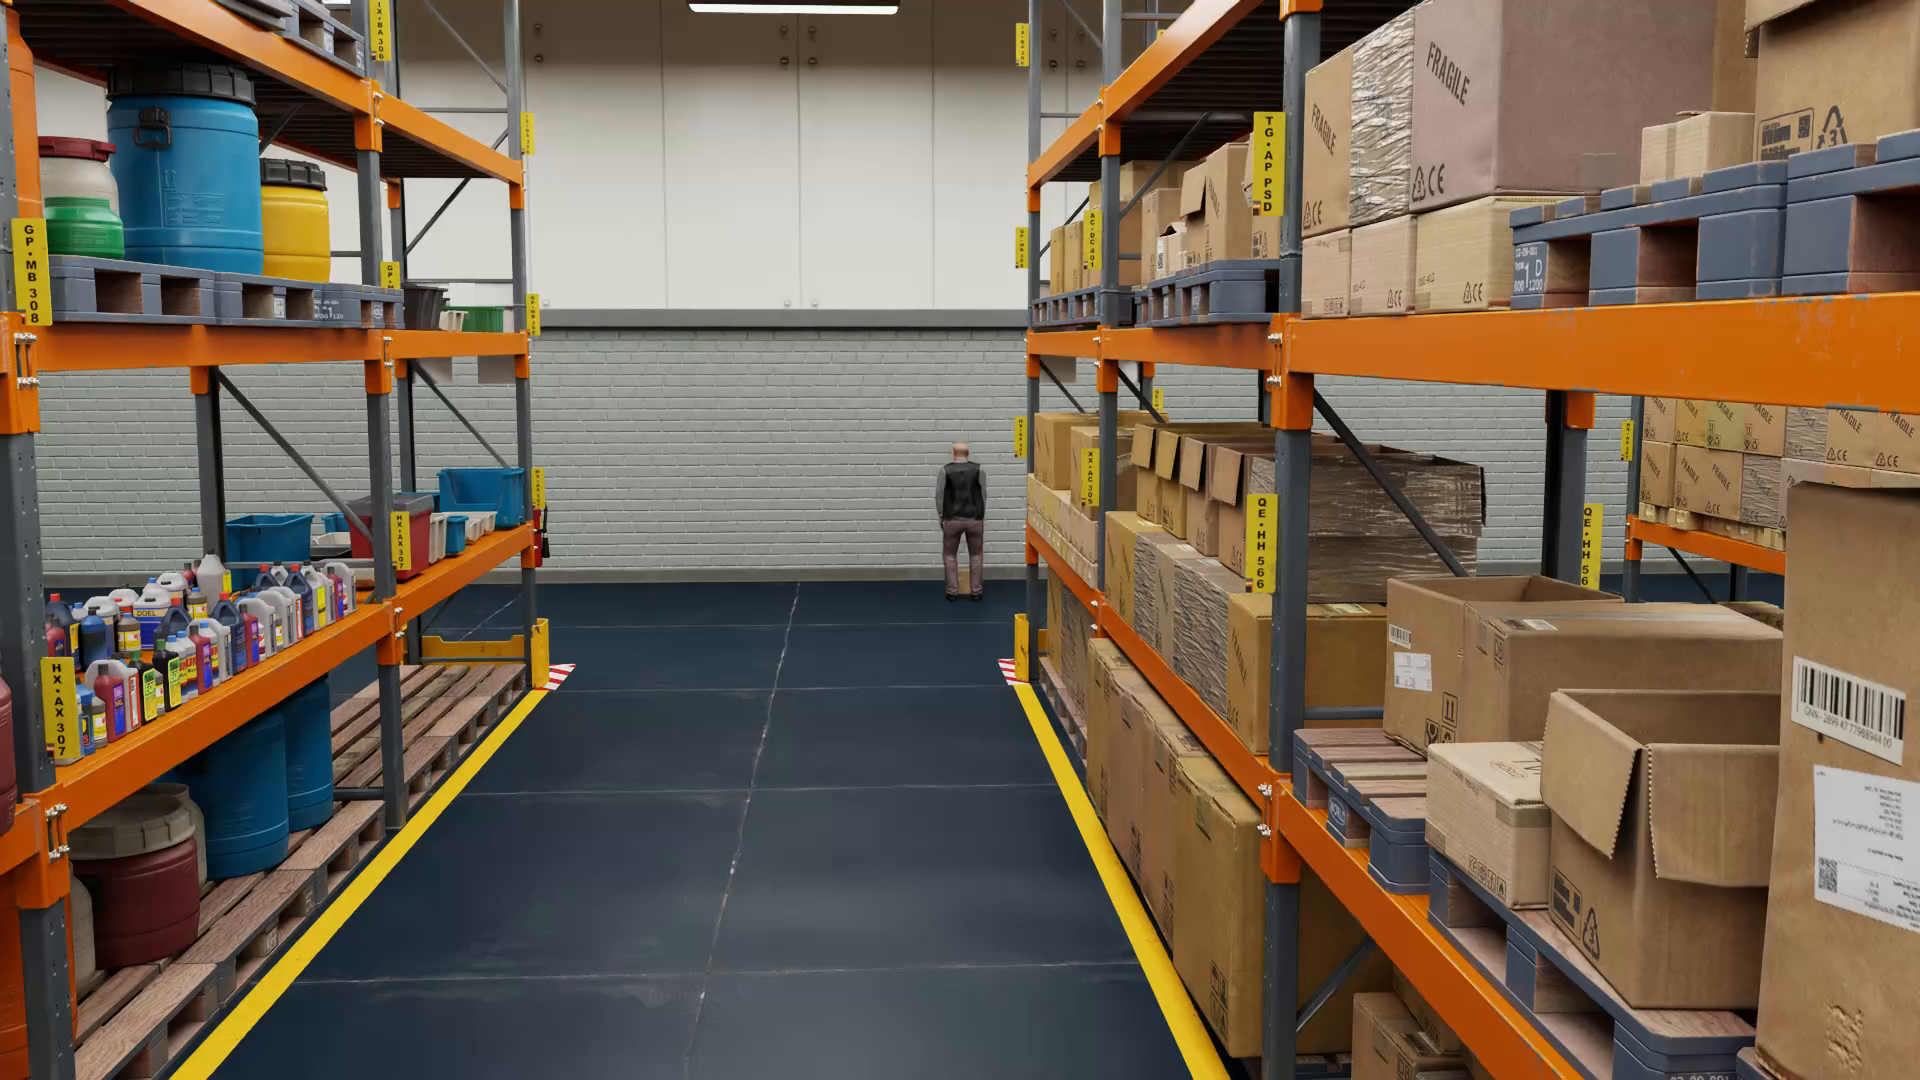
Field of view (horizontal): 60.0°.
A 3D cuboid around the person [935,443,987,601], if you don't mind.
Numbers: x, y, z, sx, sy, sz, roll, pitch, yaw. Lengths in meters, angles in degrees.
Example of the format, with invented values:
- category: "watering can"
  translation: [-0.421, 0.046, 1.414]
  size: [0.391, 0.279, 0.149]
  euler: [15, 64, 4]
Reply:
- category: "person"
  translation: [0.010, -0.192, 17.685]
  size: [0.556, 1.678, 0.416]
  euler: [0, 7, -2]
